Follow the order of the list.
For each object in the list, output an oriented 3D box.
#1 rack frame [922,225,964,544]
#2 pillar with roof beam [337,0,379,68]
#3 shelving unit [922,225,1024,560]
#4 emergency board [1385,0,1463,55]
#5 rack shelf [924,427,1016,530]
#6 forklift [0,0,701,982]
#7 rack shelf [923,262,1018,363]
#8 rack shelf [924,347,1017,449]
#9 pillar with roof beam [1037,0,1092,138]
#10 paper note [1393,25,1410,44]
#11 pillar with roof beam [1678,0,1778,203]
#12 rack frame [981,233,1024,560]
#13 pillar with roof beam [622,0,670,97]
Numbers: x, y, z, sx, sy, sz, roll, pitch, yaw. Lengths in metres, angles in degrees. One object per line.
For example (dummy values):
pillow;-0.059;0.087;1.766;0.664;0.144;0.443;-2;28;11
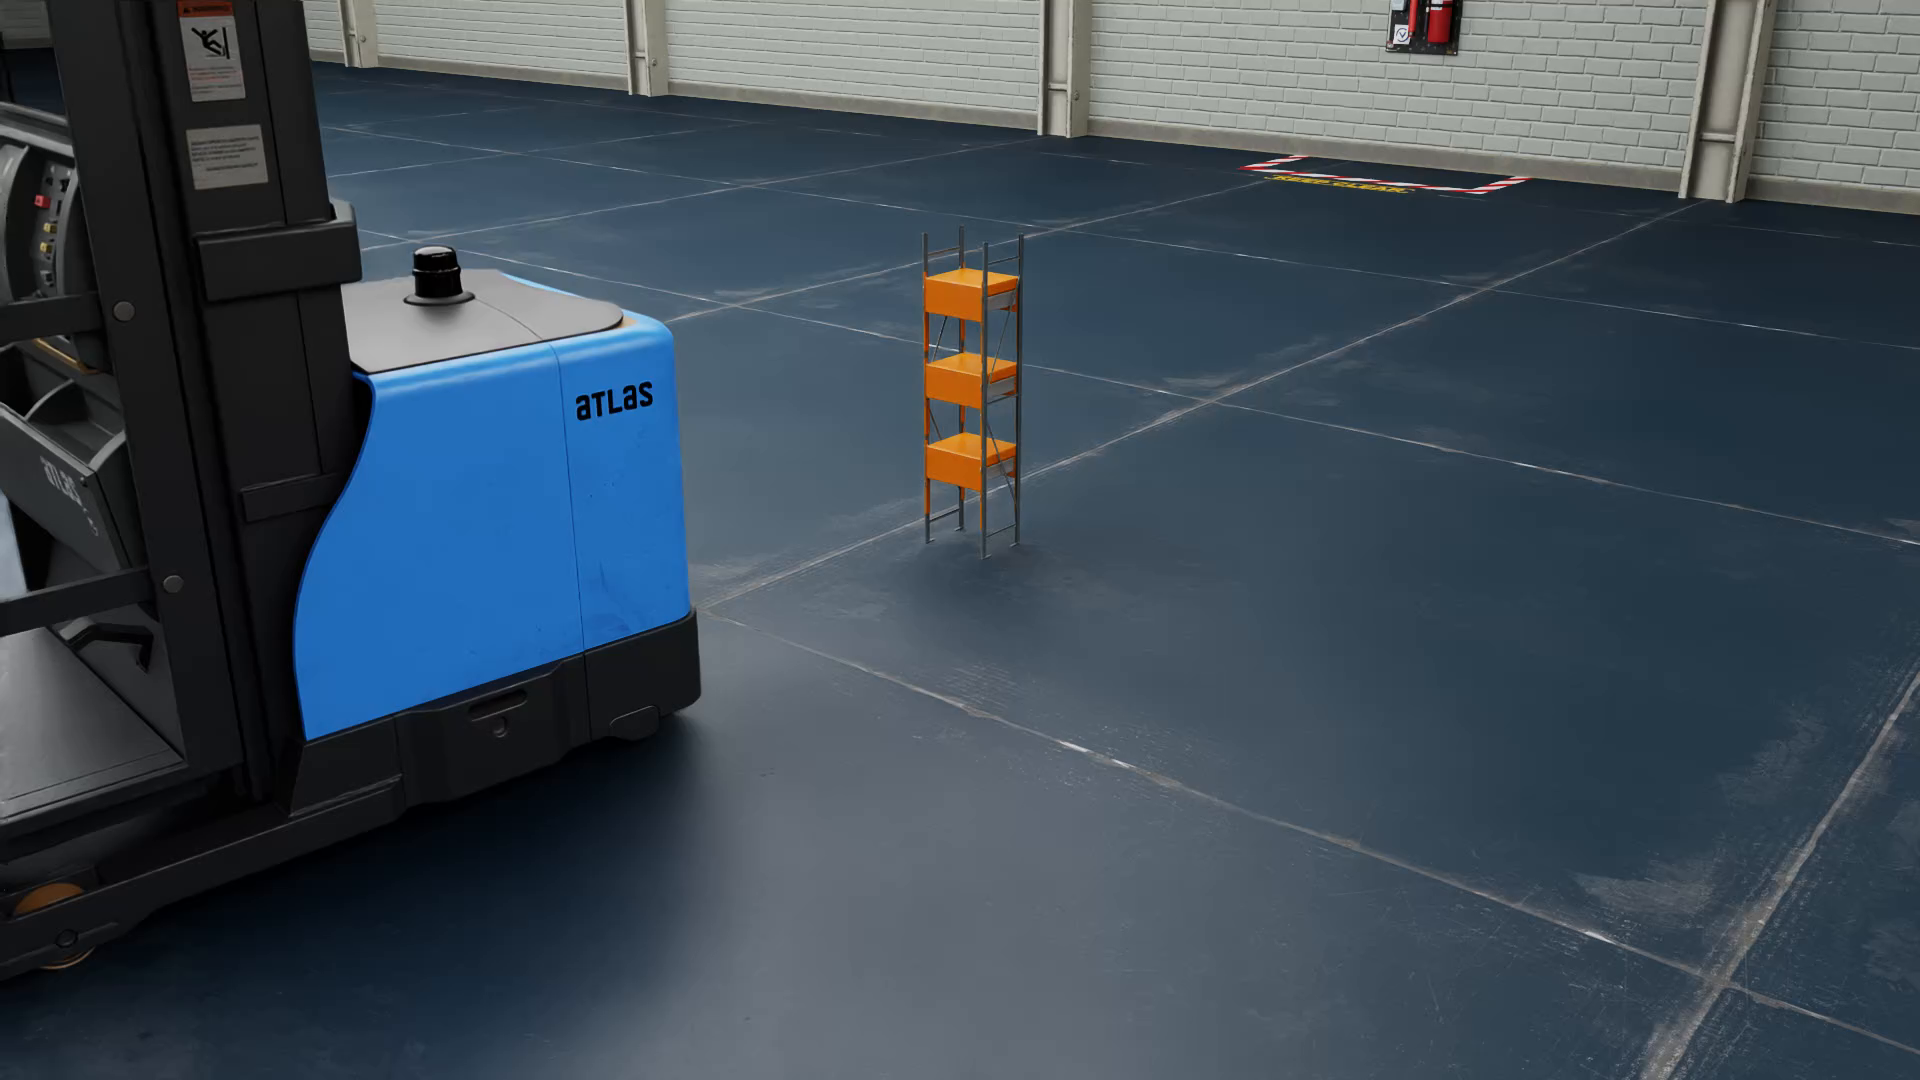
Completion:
rack frame;-0.053;-0.507;5.523;0.008;1.050;0.200;16;26;36
pillar with roof beam;-11.026;-9.619;18.423;0.400;9.000;9.100;16;26;36
shelving unit;0.041;-0.479;5.451;0.252;1.050;0.215;16;26;36
emergency board;3.751;-4.535;13.443;0.643;1.169;0.194;16;26;36
rack shelf;0.041;-0.209;5.553;0.240;0.259;0.215;16;26;36
forklift;-2.104;-0.664;3.276;3.031;2.935;1.130;-18;27;-40
rack shelf;0.041;-0.735;5.355;0.240;0.259;0.215;16;26;36
rack shelf;0.041;-0.469;5.455;0.240;0.259;0.215;16;26;36
pillar with roof beam;-1.729;-6.942;11.324;0.400;9.000;9.100;16;26;36
paper note;3.658;-4.181;13.753;0.142;0.148;0.016;16;26;36
pillar with roof beam;2.919;-5.603;7.774;0.400;9.000;9.100;16;26;36
rack frame;0.136;-0.452;5.379;0.008;1.050;0.200;16;26;36
pillar with roof beam;-6.377;-8.281;14.873;0.400;9.000;9.100;16;26;36
